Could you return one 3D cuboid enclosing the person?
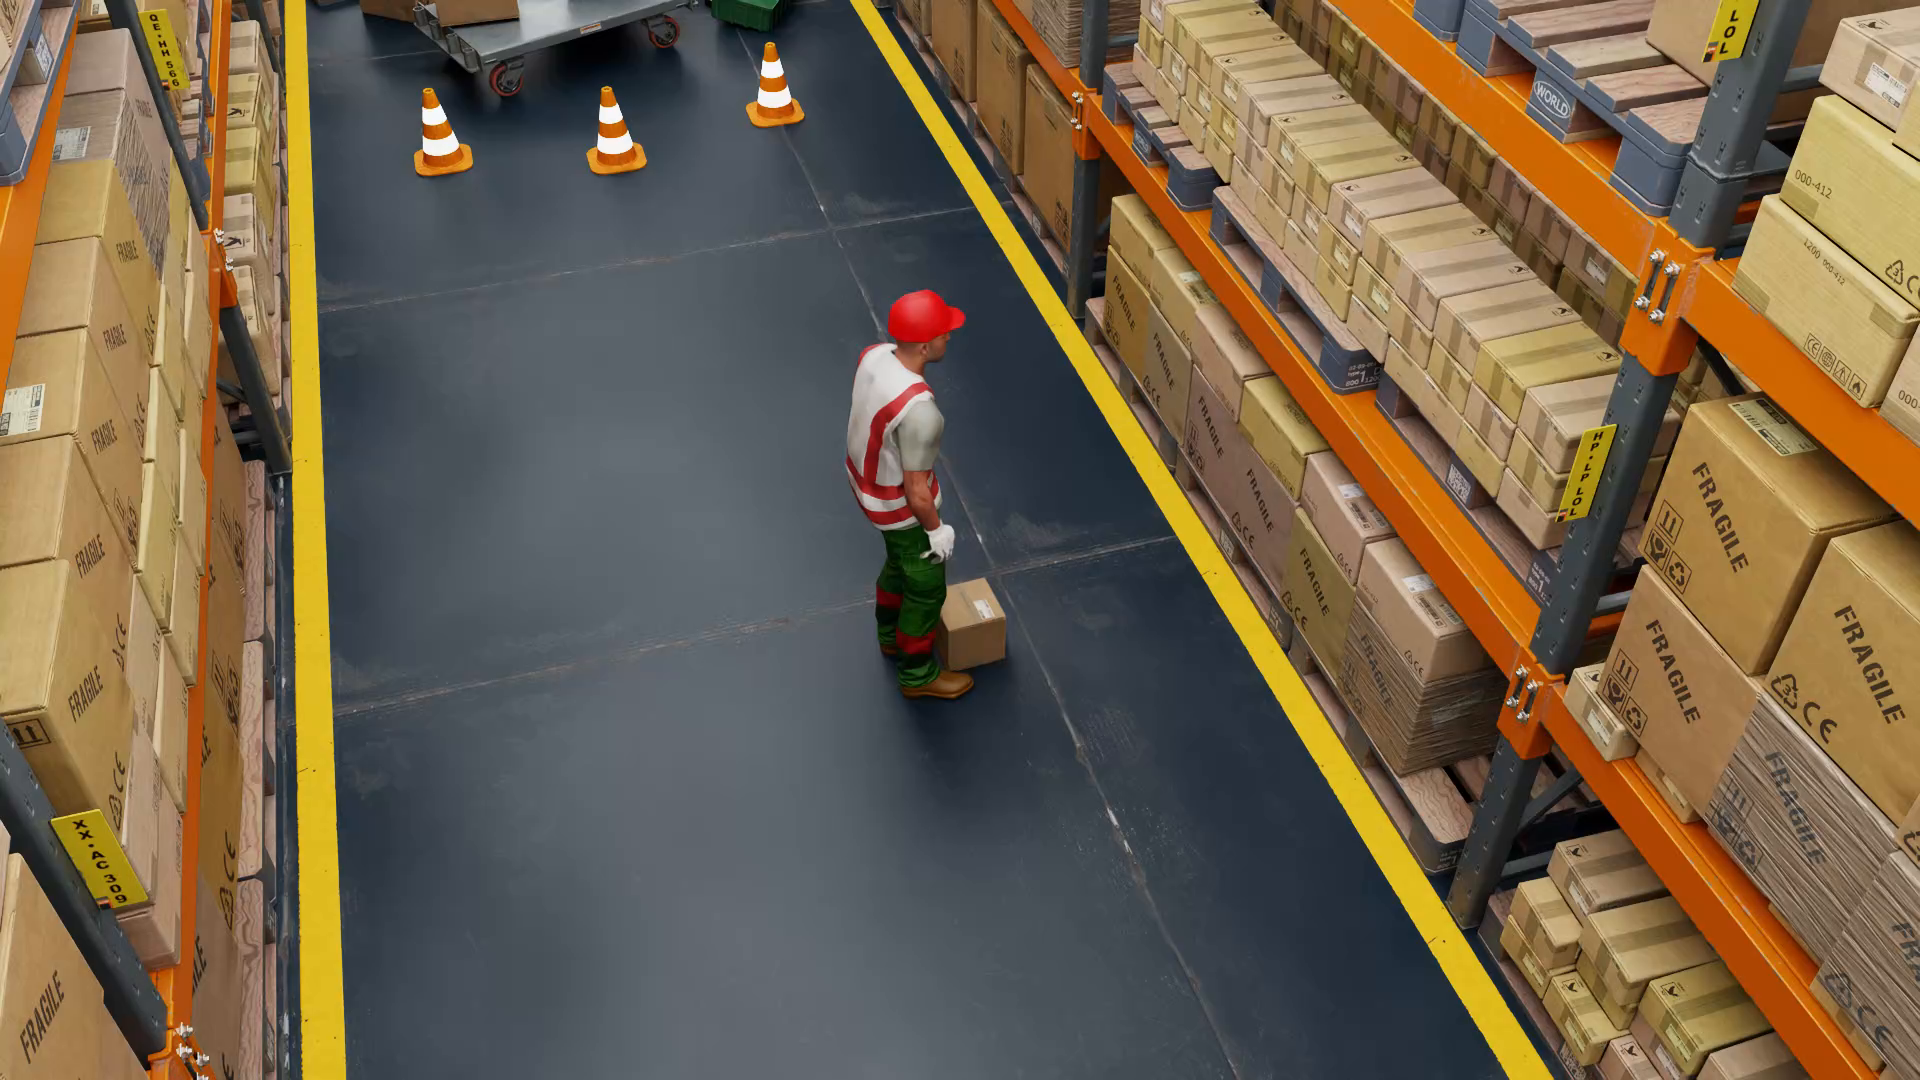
[{"bbox_3d":[-0.187,-0.164,6.331,0.446,1.779,0.589,-13,44,-14],"label":"person"}]
